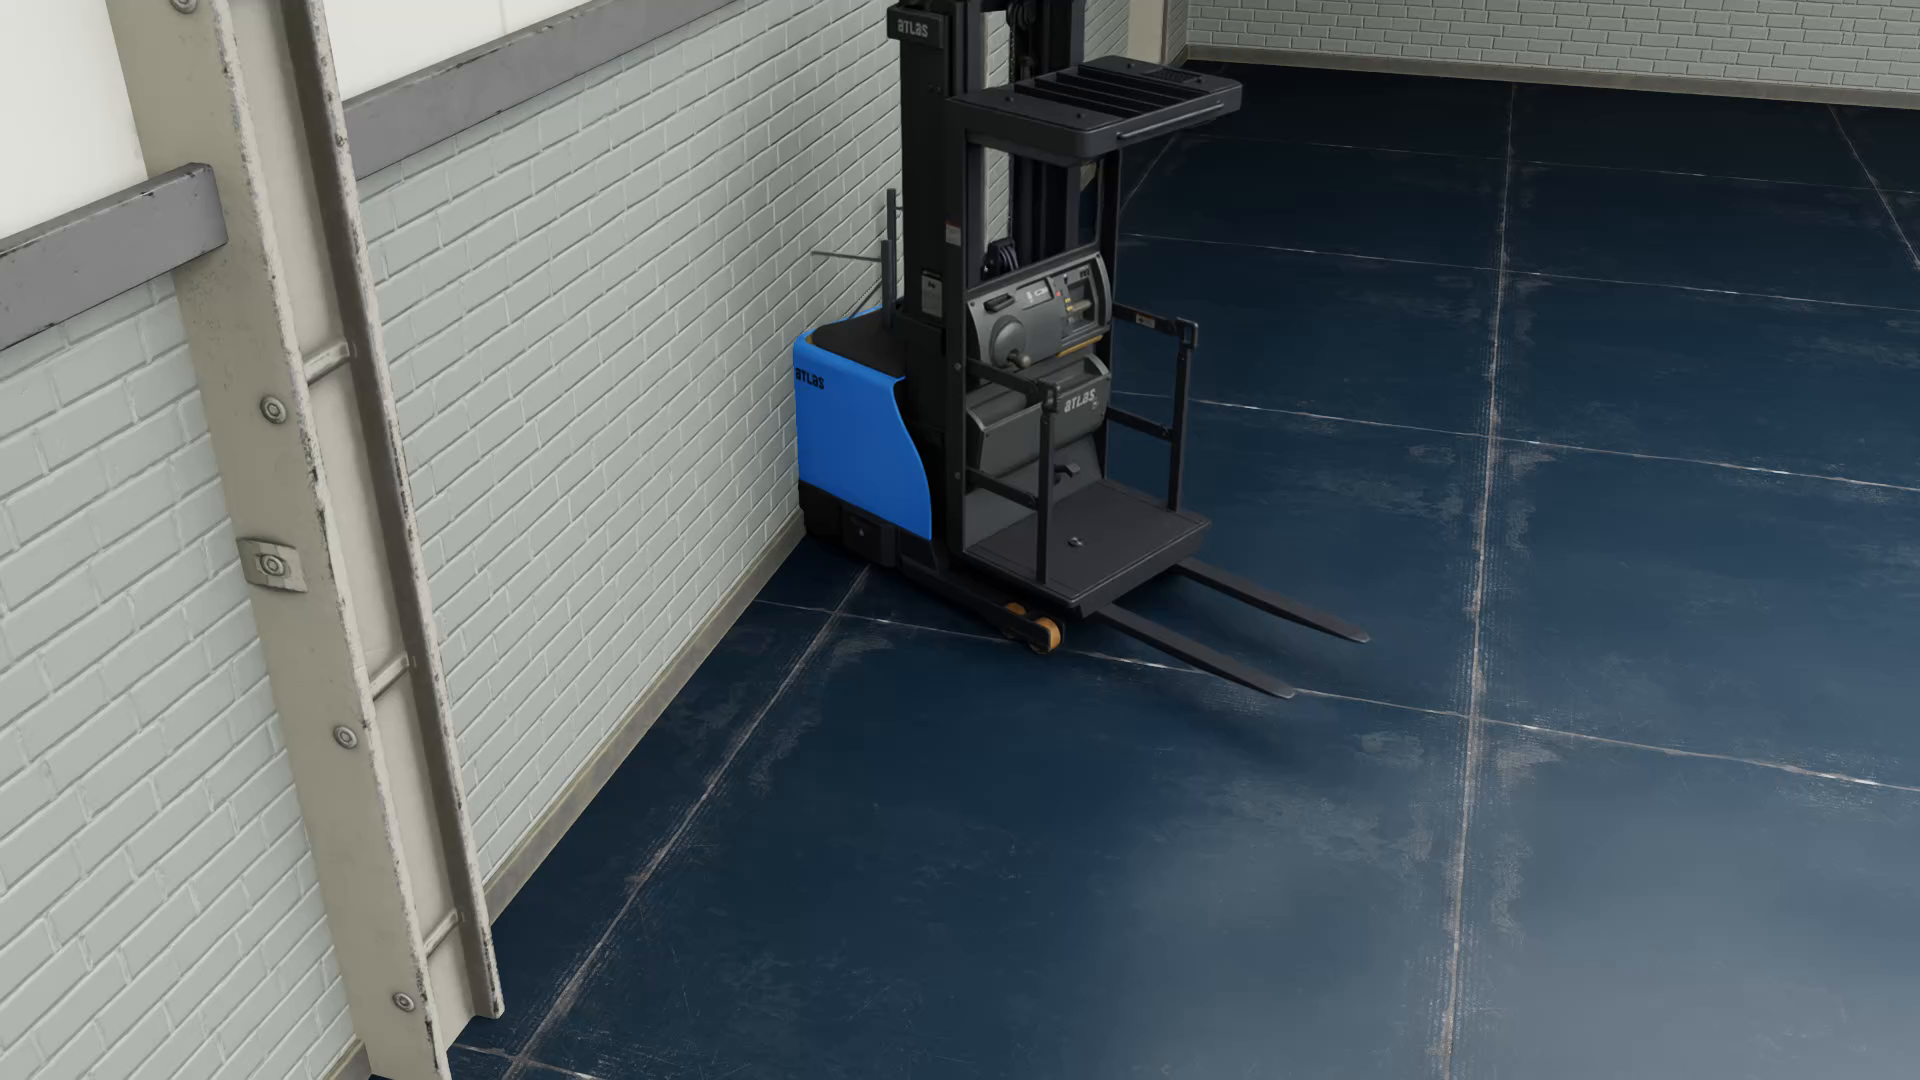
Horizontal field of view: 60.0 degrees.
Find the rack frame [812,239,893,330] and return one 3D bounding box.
[{"bbox_3d":[-0.575,-0.835,8.599,0.500,1.500,0.032,10,27,21],"label":"rack frame"}]

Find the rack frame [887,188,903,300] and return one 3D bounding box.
[{"bbox_3d":[-0.173,-1.226,9.447,0.500,1.500,0.032,10,27,21],"label":"rack frame"}]

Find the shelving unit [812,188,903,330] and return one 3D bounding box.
[{"bbox_3d":[-0.378,-1.027,9.016,0.587,1.500,1.083,10,27,21],"label":"shelving unit"}]

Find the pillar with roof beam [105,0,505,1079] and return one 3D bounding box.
[{"bbox_3d":[2.324,-1.613,2.393,9.100,9.000,0.400,8,30,15],"label":"pillar with roof beam"}]

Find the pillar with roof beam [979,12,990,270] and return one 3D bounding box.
[{"bbox_3d":[4.085,-4.401,7.405,9.100,9.000,0.400,8,30,15],"label":"pillar with roof beam"}]

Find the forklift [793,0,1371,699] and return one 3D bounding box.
[{"bbox_3d":[0.531,-1.035,7.596,3.031,2.935,1.130,25,38,37],"label":"forklift"}]

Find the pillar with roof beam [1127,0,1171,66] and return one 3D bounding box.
[{"bbox_3d":[5.846,-7.190,12.418,9.100,9.000,0.400,8,30,15],"label":"pillar with roof beam"}]
